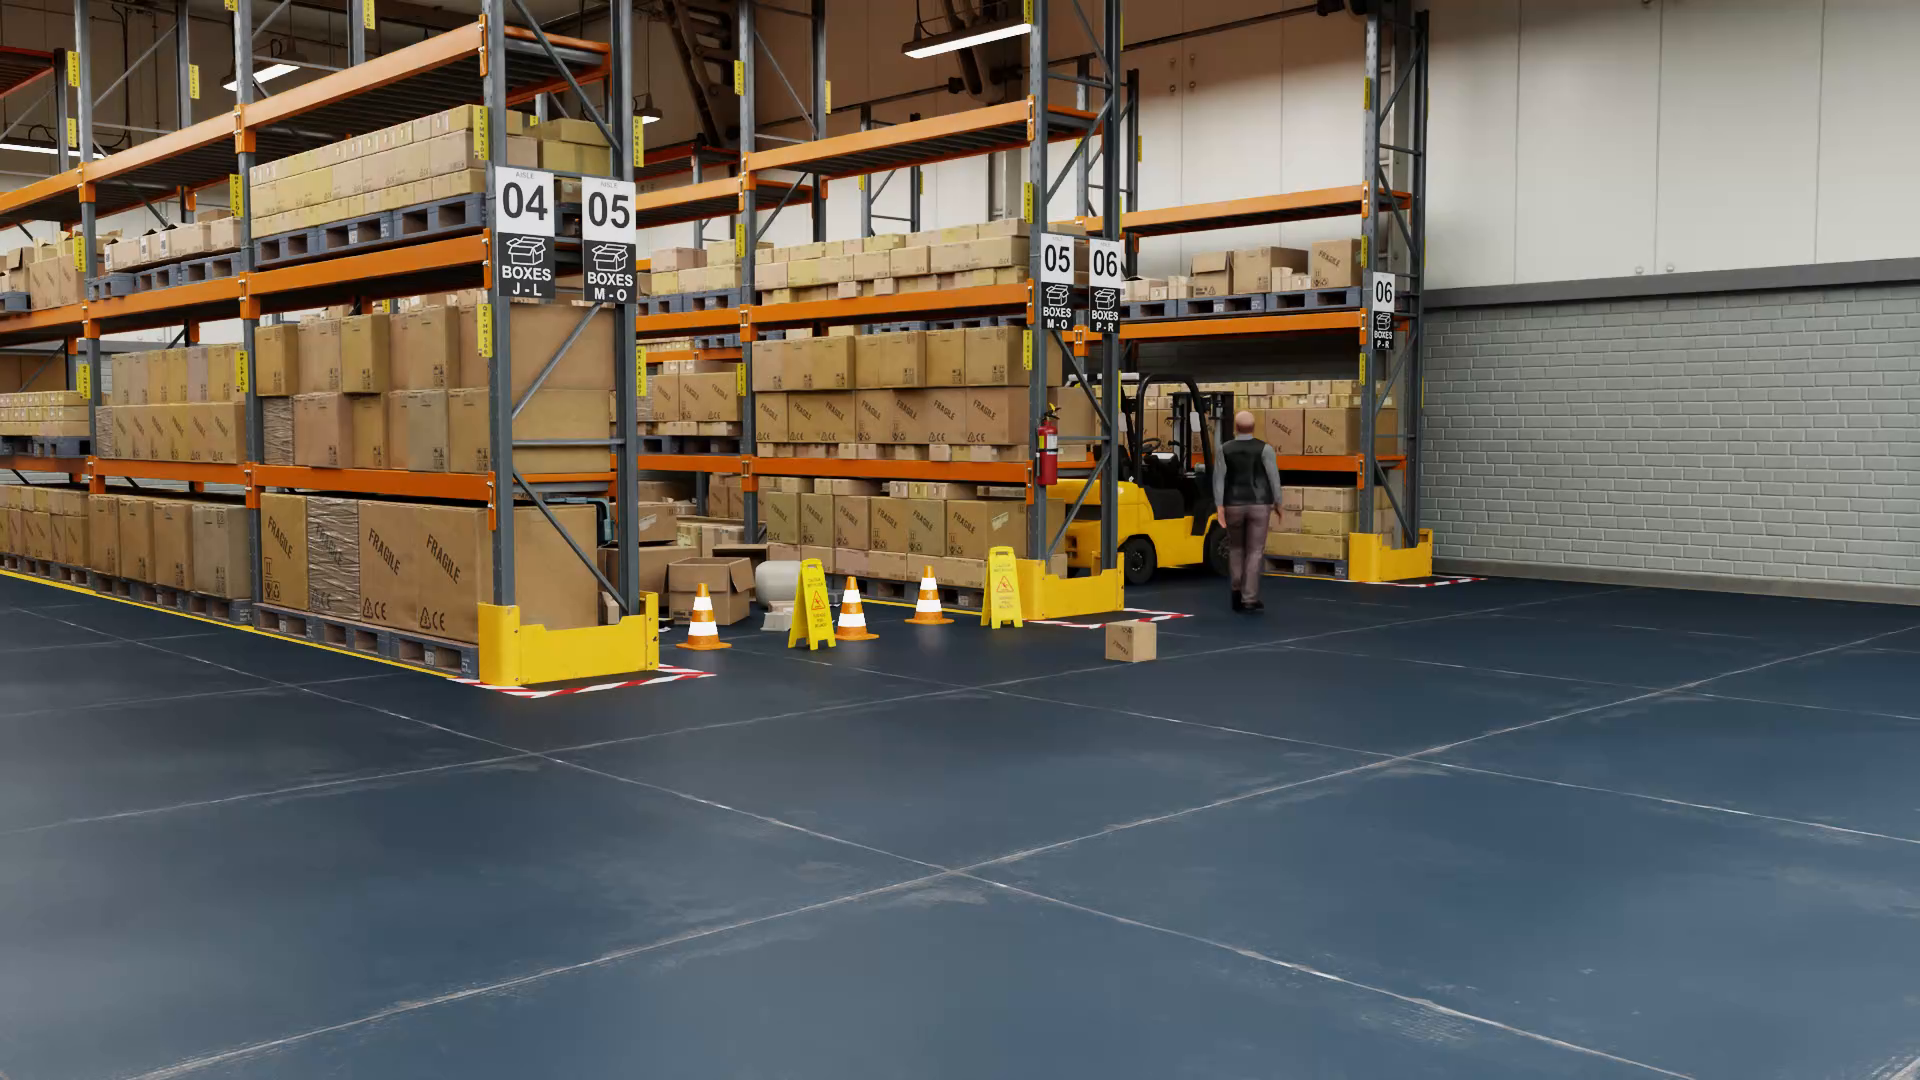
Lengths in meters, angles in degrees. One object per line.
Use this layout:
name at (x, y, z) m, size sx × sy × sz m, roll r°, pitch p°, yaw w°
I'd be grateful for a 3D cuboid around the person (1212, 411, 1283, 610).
person at (2.502, -0.228, 14.430) m, size 0.573 × 1.776 × 0.518 m, roll 2°, pitch 4°, yaw 24°
